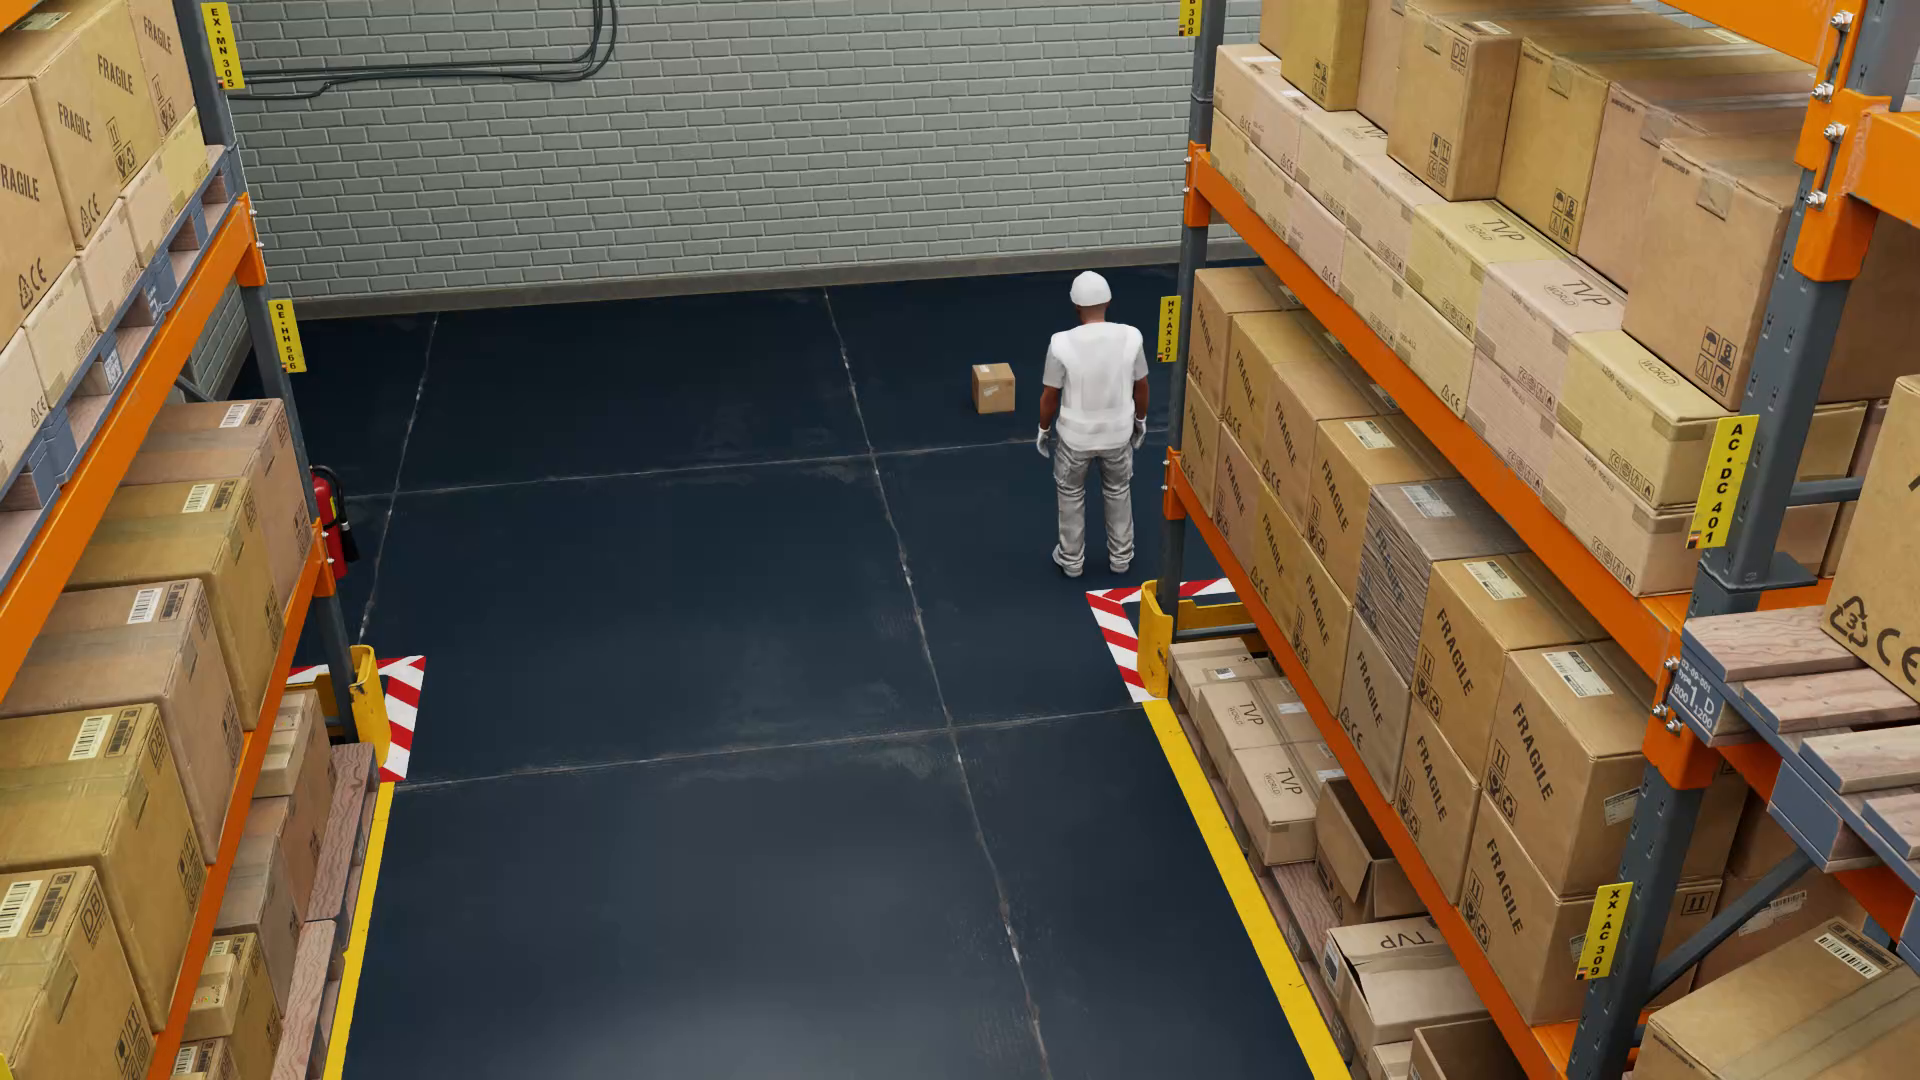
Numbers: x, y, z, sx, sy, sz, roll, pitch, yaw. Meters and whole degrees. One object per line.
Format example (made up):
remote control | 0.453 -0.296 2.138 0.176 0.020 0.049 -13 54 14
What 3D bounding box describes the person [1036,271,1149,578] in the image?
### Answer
person | 0.730 -0.615 9.177 0.625 1.773 0.451 -5 31 -8
